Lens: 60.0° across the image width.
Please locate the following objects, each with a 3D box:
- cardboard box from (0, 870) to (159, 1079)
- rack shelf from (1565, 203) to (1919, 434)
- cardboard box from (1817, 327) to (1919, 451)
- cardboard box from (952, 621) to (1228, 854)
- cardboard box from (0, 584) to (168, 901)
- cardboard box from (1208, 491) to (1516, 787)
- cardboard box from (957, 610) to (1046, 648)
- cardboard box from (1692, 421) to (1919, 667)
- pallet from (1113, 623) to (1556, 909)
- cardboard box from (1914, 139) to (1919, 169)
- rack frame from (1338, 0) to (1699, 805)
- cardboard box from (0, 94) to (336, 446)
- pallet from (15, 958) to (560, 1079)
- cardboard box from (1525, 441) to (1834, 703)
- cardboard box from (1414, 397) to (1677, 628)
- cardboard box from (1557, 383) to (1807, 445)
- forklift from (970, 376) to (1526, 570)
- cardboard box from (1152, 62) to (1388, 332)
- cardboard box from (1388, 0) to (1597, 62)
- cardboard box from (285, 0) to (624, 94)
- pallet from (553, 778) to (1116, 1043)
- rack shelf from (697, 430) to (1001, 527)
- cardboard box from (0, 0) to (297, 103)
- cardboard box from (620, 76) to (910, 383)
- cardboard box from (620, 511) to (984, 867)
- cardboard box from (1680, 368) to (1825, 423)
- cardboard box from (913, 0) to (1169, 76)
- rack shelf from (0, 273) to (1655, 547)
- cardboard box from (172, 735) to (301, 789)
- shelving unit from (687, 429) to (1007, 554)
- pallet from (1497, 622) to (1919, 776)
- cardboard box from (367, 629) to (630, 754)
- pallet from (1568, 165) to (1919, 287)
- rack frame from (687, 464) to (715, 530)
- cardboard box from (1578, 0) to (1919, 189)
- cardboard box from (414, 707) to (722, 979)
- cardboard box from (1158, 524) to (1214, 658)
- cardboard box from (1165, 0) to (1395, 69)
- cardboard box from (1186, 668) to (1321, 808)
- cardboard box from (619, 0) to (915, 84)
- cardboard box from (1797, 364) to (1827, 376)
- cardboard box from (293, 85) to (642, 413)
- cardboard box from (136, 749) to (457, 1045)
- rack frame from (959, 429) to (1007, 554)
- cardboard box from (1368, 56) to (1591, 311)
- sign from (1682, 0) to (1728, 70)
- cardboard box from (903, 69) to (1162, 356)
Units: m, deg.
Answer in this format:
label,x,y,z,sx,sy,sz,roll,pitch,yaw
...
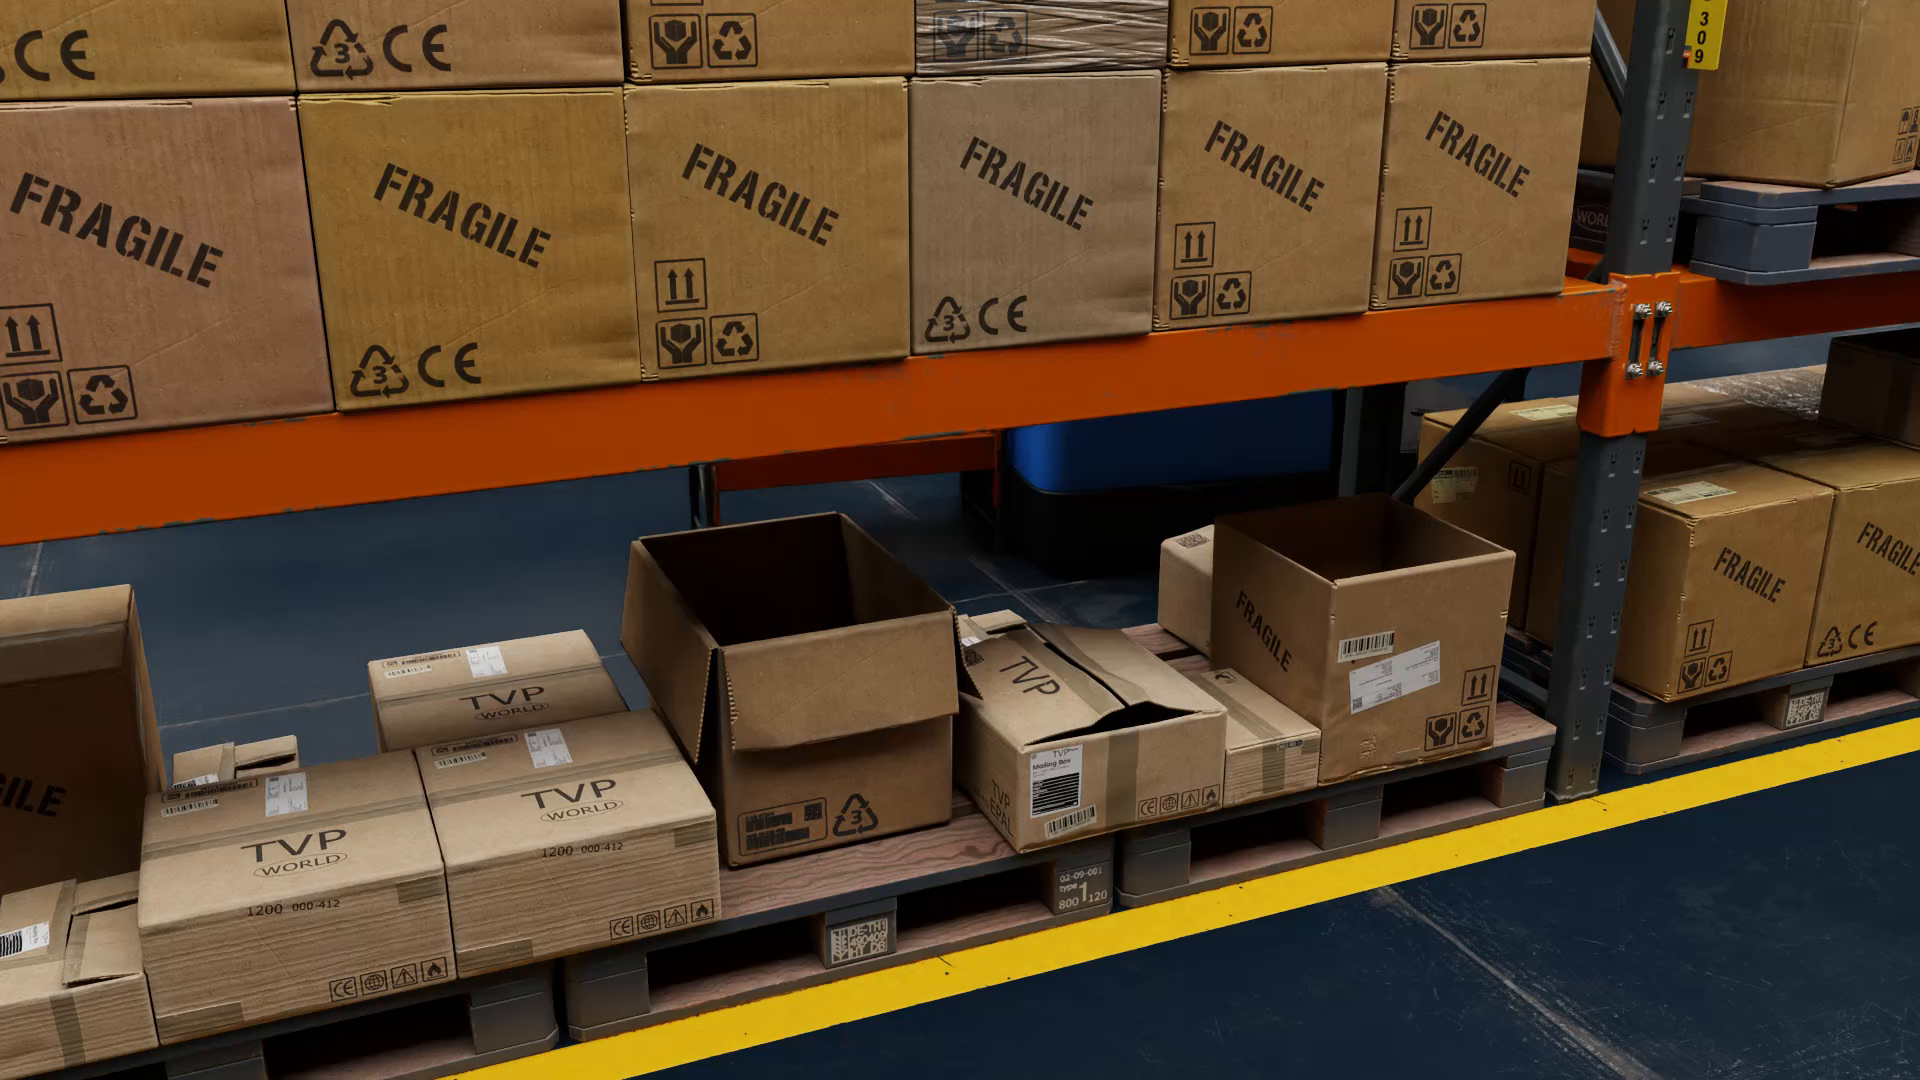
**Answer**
label,x,y,z,sx,sy,sz,roll,pitch,yaw
cardboard box,-1.571,0.757,2.958,0.250,0.166,0.380,-8,21,-22
rack shelf,3.188,-0.838,4.969,4.000,0.370,1.077,-8,21,-22
cardboard box,2.811,-0.418,4.663,0.500,0.250,0.500,-8,21,-22
cardboard box,0.253,0.406,3.737,0.500,0.311,0.500,-8,21,-22
cardboard box,-1.919,0.437,3.367,0.500,0.500,0.500,-8,21,-22
cardboard box,0.941,0.219,3.986,0.500,0.500,0.500,-8,21,-22
cardboard box,0.091,0.321,4.199,0.250,0.166,0.380,-8,21,-22
cardboard box,2.378,-0.006,4.623,0.500,0.500,0.500,-8,21,-21
pallet,0.721,0.491,4.310,1.213,0.211,1.003,-8,21,-22
cardboard box,2.482,-1.264,4.311,0.500,0.500,0.700,-5,20,-13
rack frame,1.352,-0.914,4.103,0.127,3.000,1.000,-8,21,-22
cardboard box,-1.337,-0.483,2.726,0.500,0.500,0.500,-8,21,-22
pallet,-1.519,0.812,3.398,1.213,0.211,1.003,-8,21,-22
cardboard box,1.893,0.068,4.414,0.500,0.500,0.500,-9,21,-24
cardboard box,1.692,-0.095,4.877,0.500,0.500,0.500,-8,21,-22
cardboard box,2.149,-0.158,5.055,0.500,0.500,0.500,-8,21,-22
forklift,1.579,-1.538,5.977,3.031,2.935,1.130,-5,20,-15
cardboard box,0.522,-0.749,3.483,0.500,0.500,0.500,-8,21,-20
cardboard box,0.990,-1.288,3.507,0.500,0.500,0.500,-8,21,-22
cardboard box,-0.871,-1.020,2.747,0.500,0.500,0.500,-8,21,-21
pallet,-0.401,0.653,3.851,1.213,0.211,1.003,-8,21,-22
rack shelf,-0.408,-0.283,5.869,1.000,0.278,0.538,-5,20,-15
cardboard box,-1.332,-0.956,2.565,0.500,0.500,0.500,-8,21,-21
cardboard box,-0.416,-0.613,3.097,0.500,0.500,0.500,-8,21,-21
cardboard box,-0.371,0.304,3.738,0.637,0.503,0.797,-8,21,-22
cardboard box,2.609,-0.224,5.242,0.500,0.500,0.500,-8,21,-21
cardboard box,0.058,-1.153,3.125,0.500,0.500,0.500,-8,21,-21
rack shelf,-0.484,-0.312,3.475,4.000,0.370,1.077,-8,21,-22
cardboard box,-1.512,0.568,3.496,0.250,0.166,0.380,-8,21,-22
shelving unit,-0.408,-0.514,5.788,1.048,1.125,0.538,-5,20,-15
pallet,2.084,0.282,4.902,1.213,0.211,1.003,-8,21,-22
cardboard box,-1.035,0.439,3.737,0.500,0.250,0.500,-8,21,-22
pallet,2.129,-0.896,4.339,1.213,0.211,1.003,-8,21,-22
rack frame,-0.897,-0.468,5.656,0.032,1.125,0.500,-5,20,-15
cardboard box,1.876,-1.154,4.000,0.500,0.500,0.700,-17,26,-40
cardboard box,-0.791,0.585,3.323,0.500,0.250,0.500,-8,21,-22
cardboard box,0.881,0.136,4.507,0.500,0.311,0.500,-8,21,-22
cardboard box,0.521,-1.220,3.313,0.500,0.500,0.500,-9,21,-23
cardboard box,0.621,0.452,3.852,0.250,0.149,0.380,-8,21,-22
cardboard box,-0.405,-1.087,2.938,0.500,0.500,0.500,-8,21,-22
cardboard box,3.076,-0.291,5.434,0.500,0.500,0.500,-9,21,-24
cardboard box,-0.875,-0.548,2.911,0.500,0.500,0.500,-8,21,-22
cardboard box,-1.250,0.650,3.136,0.500,0.250,0.500,-8,21,-22
rack frame,0.080,-0.560,5.920,0.032,1.125,0.500,-5,20,-15
cardboard box,0.995,-0.818,3.677,0.500,0.500,0.500,-8,21,-21
sign,1.574,-1.158,3.492,0.005,0.325,0.100,-8,21,-22
cardboard box,0.051,-0.681,3.289,0.500,0.500,0.500,-8,21,-21
